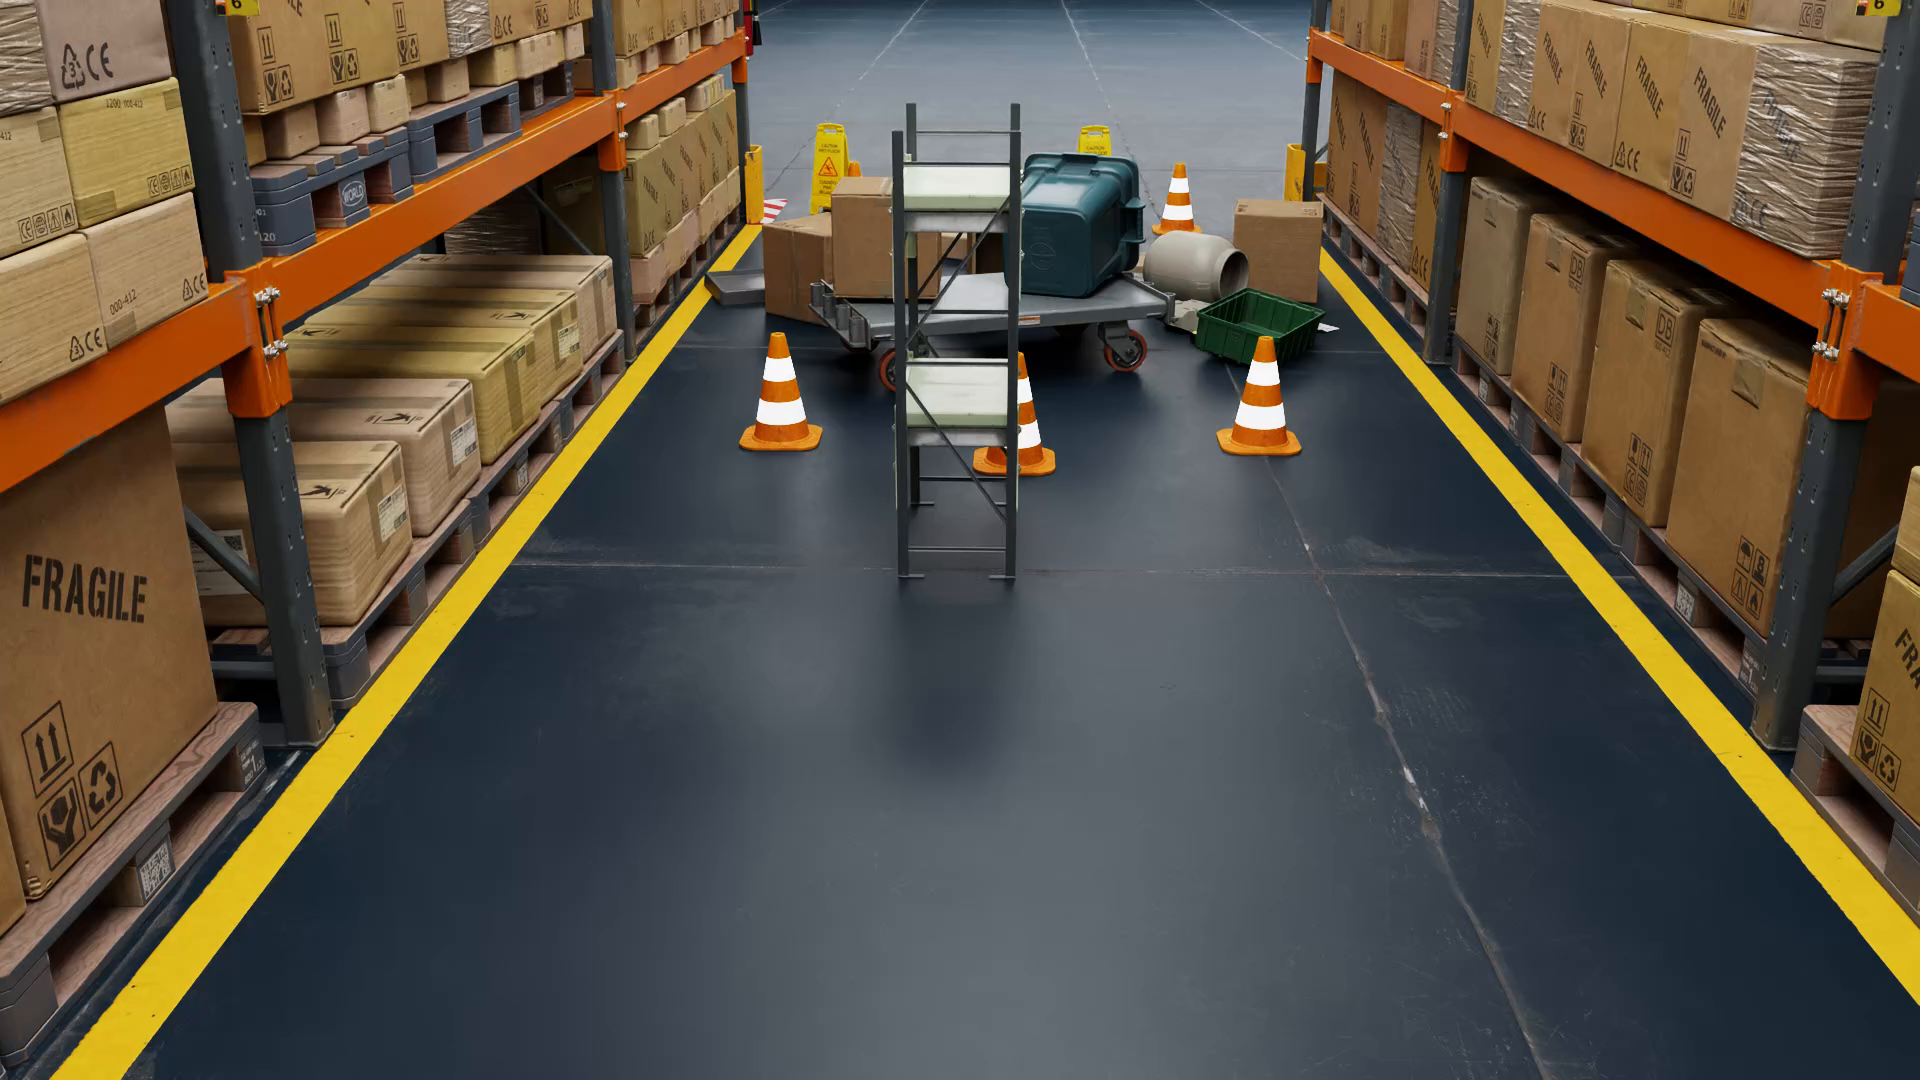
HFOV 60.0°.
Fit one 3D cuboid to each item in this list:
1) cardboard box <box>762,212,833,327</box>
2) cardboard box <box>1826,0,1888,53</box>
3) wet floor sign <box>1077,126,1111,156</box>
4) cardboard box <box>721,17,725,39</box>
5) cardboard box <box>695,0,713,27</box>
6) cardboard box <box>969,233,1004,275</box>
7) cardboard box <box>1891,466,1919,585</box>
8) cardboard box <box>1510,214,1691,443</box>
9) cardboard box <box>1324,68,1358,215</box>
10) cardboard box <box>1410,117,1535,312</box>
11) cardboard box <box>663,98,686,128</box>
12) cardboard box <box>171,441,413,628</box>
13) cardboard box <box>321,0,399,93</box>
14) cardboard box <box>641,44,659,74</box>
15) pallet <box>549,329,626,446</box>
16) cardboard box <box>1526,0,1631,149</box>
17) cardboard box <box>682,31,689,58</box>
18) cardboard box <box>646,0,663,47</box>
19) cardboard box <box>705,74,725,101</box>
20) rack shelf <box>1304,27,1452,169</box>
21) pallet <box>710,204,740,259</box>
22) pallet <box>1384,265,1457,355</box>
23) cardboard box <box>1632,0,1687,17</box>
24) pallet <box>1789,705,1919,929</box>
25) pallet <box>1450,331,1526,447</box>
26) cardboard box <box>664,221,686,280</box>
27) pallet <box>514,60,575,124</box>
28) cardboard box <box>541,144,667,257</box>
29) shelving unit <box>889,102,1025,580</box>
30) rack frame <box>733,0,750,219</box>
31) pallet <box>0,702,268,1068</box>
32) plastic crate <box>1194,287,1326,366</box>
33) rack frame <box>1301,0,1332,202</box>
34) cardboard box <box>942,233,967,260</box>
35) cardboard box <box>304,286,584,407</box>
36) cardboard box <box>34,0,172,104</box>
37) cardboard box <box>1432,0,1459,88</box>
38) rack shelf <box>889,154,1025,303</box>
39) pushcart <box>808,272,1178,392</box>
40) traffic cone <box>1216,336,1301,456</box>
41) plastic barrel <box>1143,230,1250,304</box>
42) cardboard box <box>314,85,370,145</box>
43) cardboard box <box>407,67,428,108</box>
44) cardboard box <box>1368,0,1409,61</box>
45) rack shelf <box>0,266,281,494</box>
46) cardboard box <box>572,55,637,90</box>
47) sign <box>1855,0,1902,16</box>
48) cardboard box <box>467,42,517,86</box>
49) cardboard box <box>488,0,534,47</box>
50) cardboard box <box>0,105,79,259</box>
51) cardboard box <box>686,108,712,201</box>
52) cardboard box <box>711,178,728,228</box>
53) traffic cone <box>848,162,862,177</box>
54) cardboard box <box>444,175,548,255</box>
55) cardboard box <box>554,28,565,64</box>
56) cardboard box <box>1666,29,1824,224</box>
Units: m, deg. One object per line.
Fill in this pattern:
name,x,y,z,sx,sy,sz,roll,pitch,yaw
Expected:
cardboard box,-0.736,-1.505,9.214,0.500,0.500,0.500,18,27,38
cardboard box,2.724,-1.508,4.248,0.700,0.500,0.500,1,21,1
wet floor sign,0.965,-2.660,11.993,0.267,0.644,0.232,-3,21,-8
cardboard box,-1.731,-3.303,10.743,0.380,0.149,0.250,0,21,1
cardboard box,-1.787,-3.368,10.012,0.500,0.500,0.500,1,21,1
cardboard box,0.449,-1.642,9.377,0.797,0.637,0.503,1,21,2
cardboard box,2.437,0.034,3.634,0.500,0.250,0.500,0,21,-1
cardboard box,2.860,-0.852,6.608,1.050,0.750,0.750,1,21,2
cardboard box,2.989,-2.685,11.158,0.875,0.875,0.875,1,21,2
cardboard box,2.911,-1.711,8.649,0.875,0.875,0.875,1,21,2
cardboard box,-1.758,-2.401,9.358,0.380,0.149,0.250,2,21,5
cardboard box,-2.224,-0.026,5.001,0.950,0.372,0.625,-1,21,-2
cardboard box,-1.997,-1.581,4.826,0.500,0.500,0.500,2,21,4
cardboard box,-1.823,-2.568,8.847,0.380,0.149,0.250,1,21,3
pallet,-2.151,-0.716,7.581,1.003,0.211,1.213,1,21,2
cardboard box,2.504,-1.775,6.320,0.500,0.500,0.500,1,21,1
cardboard box,-1.771,-2.844,9.560,0.380,0.149,0.250,1,21,1
cardboard box,-1.845,-2.820,8.601,0.500,0.500,0.500,1,21,1
cardboard box,-1.715,-2.883,10.601,0.380,0.149,0.250,1,21,3
rack shelf,2.882,-2.667,9.750,1.077,0.370,4.000,1,21,2
pallet,-2.070,-2.123,11.208,1.003,0.211,1.213,1,21,2
pallet,2.923,-1.253,8.967,1.003,0.211,1.213,1,21,2
cardboard box,2.766,-2.061,5.674,0.700,0.500,0.500,0,21,1
pallet,2.675,0.750,3.805,1.003,0.211,1.213,1,21,2
pallet,2.874,-0.699,7.540,1.003,0.211,1.213,1,21,2
cardboard box,-1.836,-1.615,9.264,0.500,0.250,0.500,2,21,5
pallet,-2.298,-1.933,7.129,1.003,0.211,1.213,1,21,2
cardboard box,-1.841,-1.771,8.630,0.500,0.500,0.500,2,21,4
shelving unit,0.000,-0.702,5.764,0.431,1.500,0.755,1,21,2
rack frame,-2.007,-3.743,11.530,1.000,3.000,0.127,1,21,2
pallet,-2.350,0.733,3.847,1.003,0.211,1.213,1,21,2
plastic crate,1.517,-1.072,8.454,0.450,0.188,0.662,23,29,25
rack frame,2.943,-3.725,11.484,1.000,3.000,0.127,1,21,2
cardboard box,-0.028,-1.918,10.768,0.380,0.149,0.250,13,25,29
cardboard box,-2.161,-0.818,7.043,0.950,0.372,0.625,2,21,5
cardboard box,-2.005,-1.174,3.387,0.500,0.500,0.500,0,21,0
cardboard box,2.821,-2.483,8.073,0.875,0.550,0.550,1,21,2
rack shelf,0.000,-1.065,5.623,0.431,0.370,0.720,1,21,2
pushcart,0.151,-1.068,8.259,1.648,0.377,0.936,-7,22,-17
traffic cone,1.272,-0.628,7.008,0.336,0.463,0.334,1,21,2
plastic barrel,1.323,-1.505,9.323,0.512,0.421,0.421,18,27,38
cardboard box,-1.959,-1.245,4.858,0.380,0.149,0.250,-1,21,-2
cardboard box,-2.031,-1.535,5.605,0.380,0.149,0.250,1,21,4
cardboard box,2.865,-3.068,9.583,0.875,0.550,0.500,1,21,2
rack shelf,-2.312,0.208,2.342,1.077,0.370,4.000,1,21,2
cardboard box,-1.799,-2.290,8.132,0.380,0.149,0.250,1,21,1
sign,2.145,-1.378,3.832,0.100,0.325,0.005,1,21,2
cardboard box,-1.914,-1.818,6.334,0.380,0.149,0.250,1,21,2
cardboard box,-1.949,-2.143,6.275,0.500,0.500,0.500,1,21,3
cardboard box,-2.023,-0.651,3.075,0.500,0.250,0.500,0,21,0
cardboard box,-1.806,-2.343,10.105,0.500,0.500,0.500,0,21,0
cardboard box,-1.787,-2.175,10.708,0.500,0.250,0.500,1,21,2
traffic cone,-0.731,-2.391,11.552,0.336,0.463,0.334,1,21,2
cardboard box,-2.379,-1.778,8.647,0.500,0.500,0.500,0,21,1
cardboard box,-1.895,-2.092,7.039,0.380,0.149,0.250,0,21,0
cardboard box,2.462,-1.226,4.903,0.500,0.500,0.500,1,21,2
